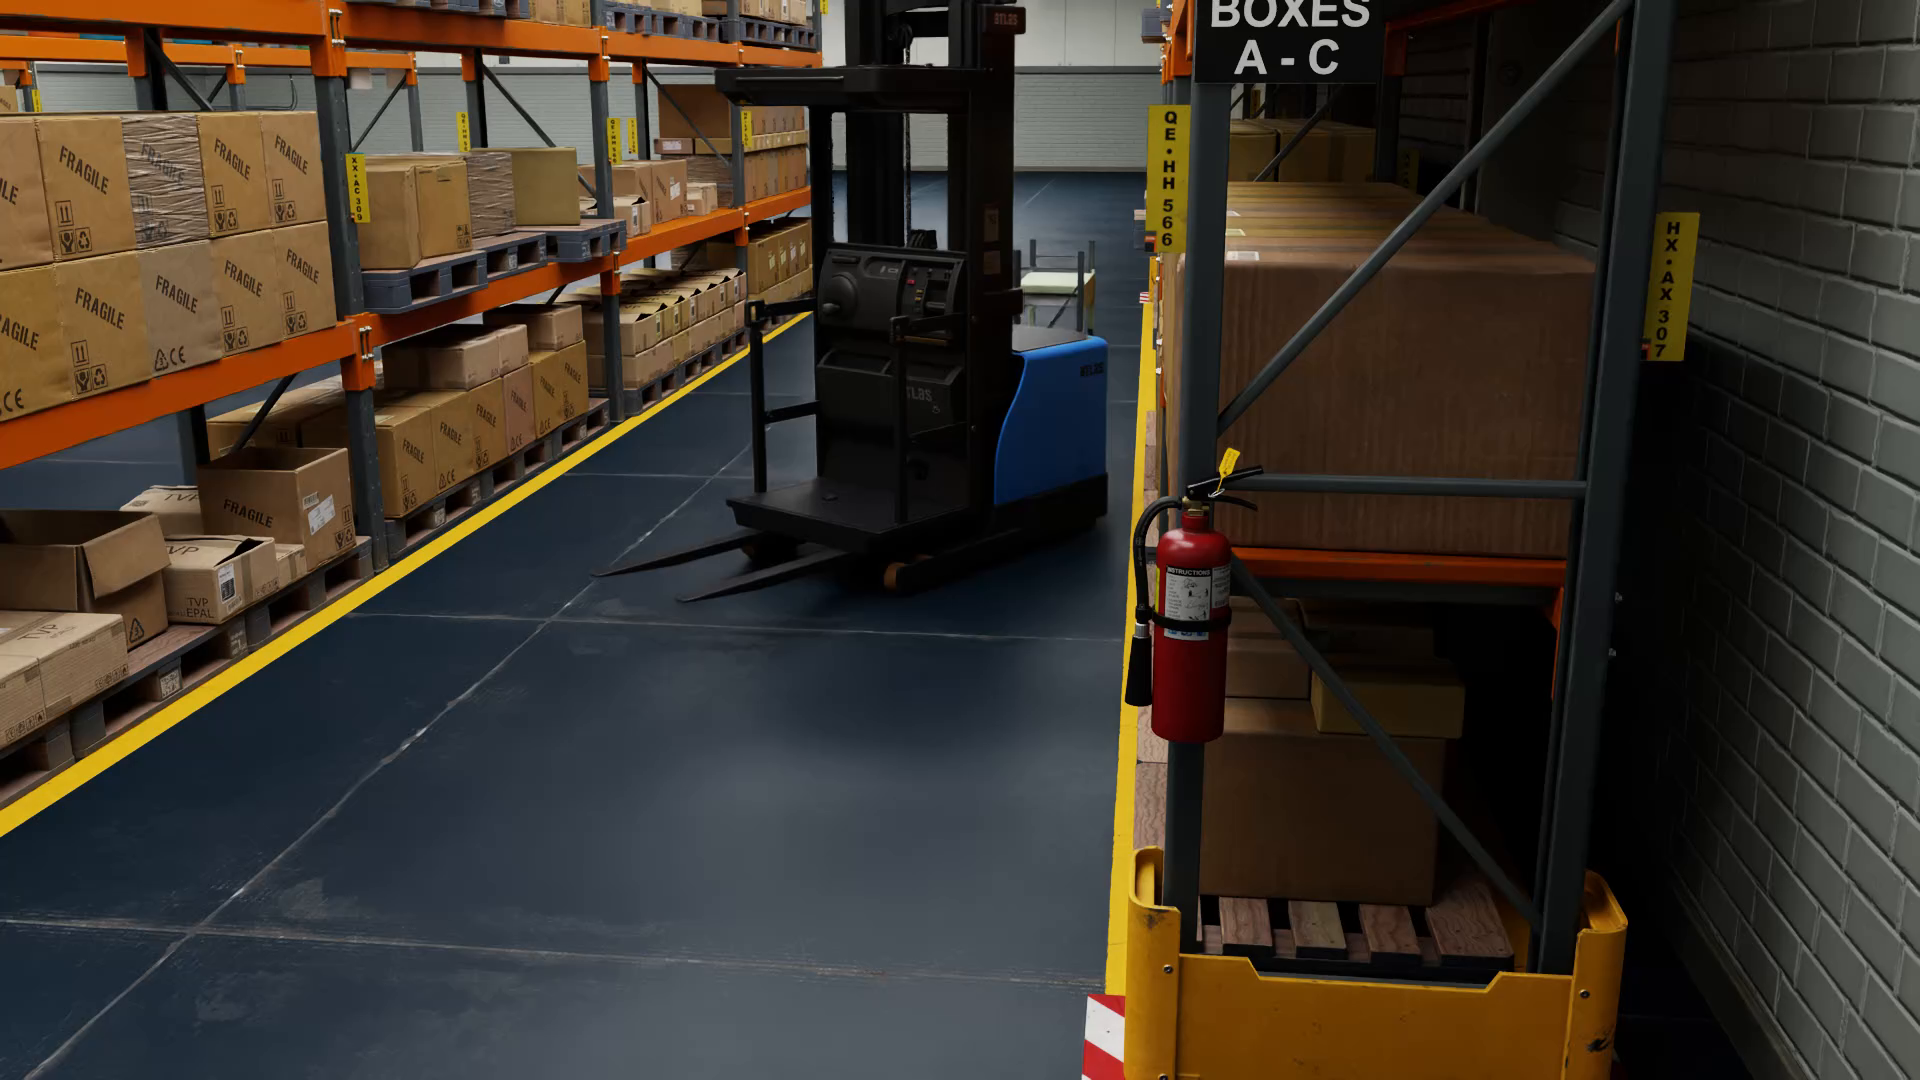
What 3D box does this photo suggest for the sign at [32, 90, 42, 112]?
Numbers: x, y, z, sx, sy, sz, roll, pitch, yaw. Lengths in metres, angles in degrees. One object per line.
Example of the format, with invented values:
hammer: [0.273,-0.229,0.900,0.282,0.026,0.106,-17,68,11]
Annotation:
sign: [-11.402,-5.396,20.547,0.100,0.325,0.005,2,15,6]

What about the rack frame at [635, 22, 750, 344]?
rack frame: [-2.560,-3.376,15.900,1.000,3.000,0.127,2,15,6]

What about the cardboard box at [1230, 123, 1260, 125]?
cardboard box: [1.440,-2.245,9.481,0.500,0.250,0.500,1,15,5]

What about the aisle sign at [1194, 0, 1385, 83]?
aisle sign: [0.702,-1.364,3.478,0.394,0.787,0.004,2,15,6]

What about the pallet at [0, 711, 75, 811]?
pallet: [-3.816,0.856,5.591,1.003,0.211,1.213,2,15,6]

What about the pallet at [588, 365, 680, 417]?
pallet: [-2.880,-1.205,13.212,1.003,0.211,1.213,2,15,6]

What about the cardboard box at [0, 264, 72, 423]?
cardboard box: [-3.489,-0.683,5.750,0.500,0.500,0.500,2,15,6]

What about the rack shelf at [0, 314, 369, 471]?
rack shelf: [-3.688,-0.435,6.402,1.077,0.370,4.000,2,15,6]

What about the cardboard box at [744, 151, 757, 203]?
cardboard box: [-2.463,-3.676,16.820,0.700,0.500,0.500,2,15,6]

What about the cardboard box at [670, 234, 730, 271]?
cardboard box: [-2.657,-2.869,17.053,0.500,0.500,0.500,2,15,6]

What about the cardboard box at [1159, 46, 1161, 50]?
cardboard box: [2.432,-5.557,17.988,0.500,0.500,0.500,3,15,10]

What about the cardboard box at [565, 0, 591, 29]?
cardboard box: [-3.027,-3.720,11.236,0.910,0.500,0.500,2,15,6]

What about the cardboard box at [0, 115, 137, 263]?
cardboard box: [-3.433,-1.299,6.112,0.500,0.500,0.500,2,15,6]

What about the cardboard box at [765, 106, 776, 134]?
cardboard box: [-2.346,-4.556,17.588,0.700,0.500,0.500,2,15,6]

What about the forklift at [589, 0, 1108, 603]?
forklift: [-0.495,-1.288,8.310,1.130,2.935,3.031,12,19,38]

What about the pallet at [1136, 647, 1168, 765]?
pallet: [1.161,0.702,6.160,1.003,0.211,1.213,2,15,6]

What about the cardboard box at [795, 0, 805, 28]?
cardboard box: [-2.178,-6.032,18.708,0.797,0.503,0.637,3,15,10]

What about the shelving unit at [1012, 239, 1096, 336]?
shelving unit: [0.575,-1.036,10.119,0.431,1.500,0.755,2,15,9]

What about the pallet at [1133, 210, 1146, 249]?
pallet: [1.886,-2.289,12.247,1.213,0.211,1.003,2,15,6]

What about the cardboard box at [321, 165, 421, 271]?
cardboard box: [-3.187,-1.668,8.589,0.700,0.500,0.500,-3,16,-13]

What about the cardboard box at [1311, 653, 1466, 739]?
cardboard box: [1.173,0.426,4.581,0.380,0.149,0.250,2,15,7]

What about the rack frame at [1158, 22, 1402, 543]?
rack frame: [1.460,-1.156,7.690,1.000,3.000,0.127,2,15,6]

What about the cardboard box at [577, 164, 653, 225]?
cardboard box: [-2.838,-2.822,13.661,0.500,0.500,0.500,1,15,3]

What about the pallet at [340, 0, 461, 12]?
pallet: [-3.319,-2.825,8.477,1.213,0.211,1.003,2,15,6]

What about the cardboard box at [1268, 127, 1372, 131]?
cardboard box: [1.823,-1.967,8.453,0.500,0.250,0.500,2,15,7]

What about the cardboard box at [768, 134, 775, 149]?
cardboard box: [-2.166,-4.203,17.525,0.380,0.149,0.250,2,15,6]

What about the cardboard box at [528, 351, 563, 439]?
cardboard box: [-2.942,-0.960,10.913,0.500,0.500,0.500,1,15,4]

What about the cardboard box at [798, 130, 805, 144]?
cardboard box: [-1.991,-4.602,19.000,0.380,0.149,0.250,2,15,8]

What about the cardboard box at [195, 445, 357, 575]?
cardboard box: [-3.245,-0.150,7.918,0.500,0.500,0.500,2,15,6]

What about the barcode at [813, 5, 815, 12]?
barcode: [-1.663,-6.049,18.927,0.001,0.075,0.075,2,15,6]

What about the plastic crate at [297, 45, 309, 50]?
plastic crate: [-7.033,-5.270,17.563,0.336,0.188,0.450,2,15,6]

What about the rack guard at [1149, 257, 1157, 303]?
rack guard: [2.805,-3.042,19.454,1.175,0.500,0.348,2,15,6]

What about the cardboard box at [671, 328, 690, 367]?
cardboard box: [-2.552,-1.606,13.819,0.500,0.250,0.500,1,15,5]

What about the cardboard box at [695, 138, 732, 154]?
cardboard box: [-2.337,-3.801,16.039,0.380,0.149,0.250,2,15,6]

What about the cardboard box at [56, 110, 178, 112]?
cardboard box: [-3.795,-1.718,7.662,0.500,0.500,0.500,2,15,8]

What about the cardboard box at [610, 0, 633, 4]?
cardboard box: [-2.899,-4.320,13.130,0.500,0.250,0.500,1,15,5]

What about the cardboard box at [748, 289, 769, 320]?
cardboard box: [-2.206,-2.362,16.616,0.500,0.250,0.500,2,15,6]

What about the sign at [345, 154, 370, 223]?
sign: [-2.923,-1.705,8.062,0.100,0.325,0.005,2,15,6]

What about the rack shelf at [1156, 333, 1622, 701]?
rack shelf: [1.234,-0.290,5.866,1.077,0.370,4.000,2,15,6]

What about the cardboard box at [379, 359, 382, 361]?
cardboard box: [-3.462,-0.968,10.943,0.500,0.500,0.500,1,15,6]

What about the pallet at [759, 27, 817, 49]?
pallet: [-2.214,-5.636,18.681,1.003,0.211,1.213,2,15,6]

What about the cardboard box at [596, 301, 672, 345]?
cardboard box: [-2.609,-1.748,13.269,0.500,0.311,0.500,1,15,5]

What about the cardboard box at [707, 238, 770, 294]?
cardboard box: [-2.196,-2.724,16.517,0.500,0.500,0.500,2,15,6]

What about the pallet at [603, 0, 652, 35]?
pallet: [-3.023,-3.874,12.357,1.213,0.211,1.003,2,15,9]

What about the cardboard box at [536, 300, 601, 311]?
cardboard box: [-3.145,-1.762,13.322,0.500,0.311,0.500,1,15,5]

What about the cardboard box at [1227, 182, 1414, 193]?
cardboard box: [1.382,-1.161,7.133,0.980,0.700,0.700,2,15,7]

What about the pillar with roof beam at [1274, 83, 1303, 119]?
pillar with roof beam: [-0.683,-7.084,18.121,9.100,9.000,0.400,2,15,6]

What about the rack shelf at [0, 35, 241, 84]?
rack shelf: [-7.707,-4.105,14.227,1.077,0.370,4.000,2,15,6]
